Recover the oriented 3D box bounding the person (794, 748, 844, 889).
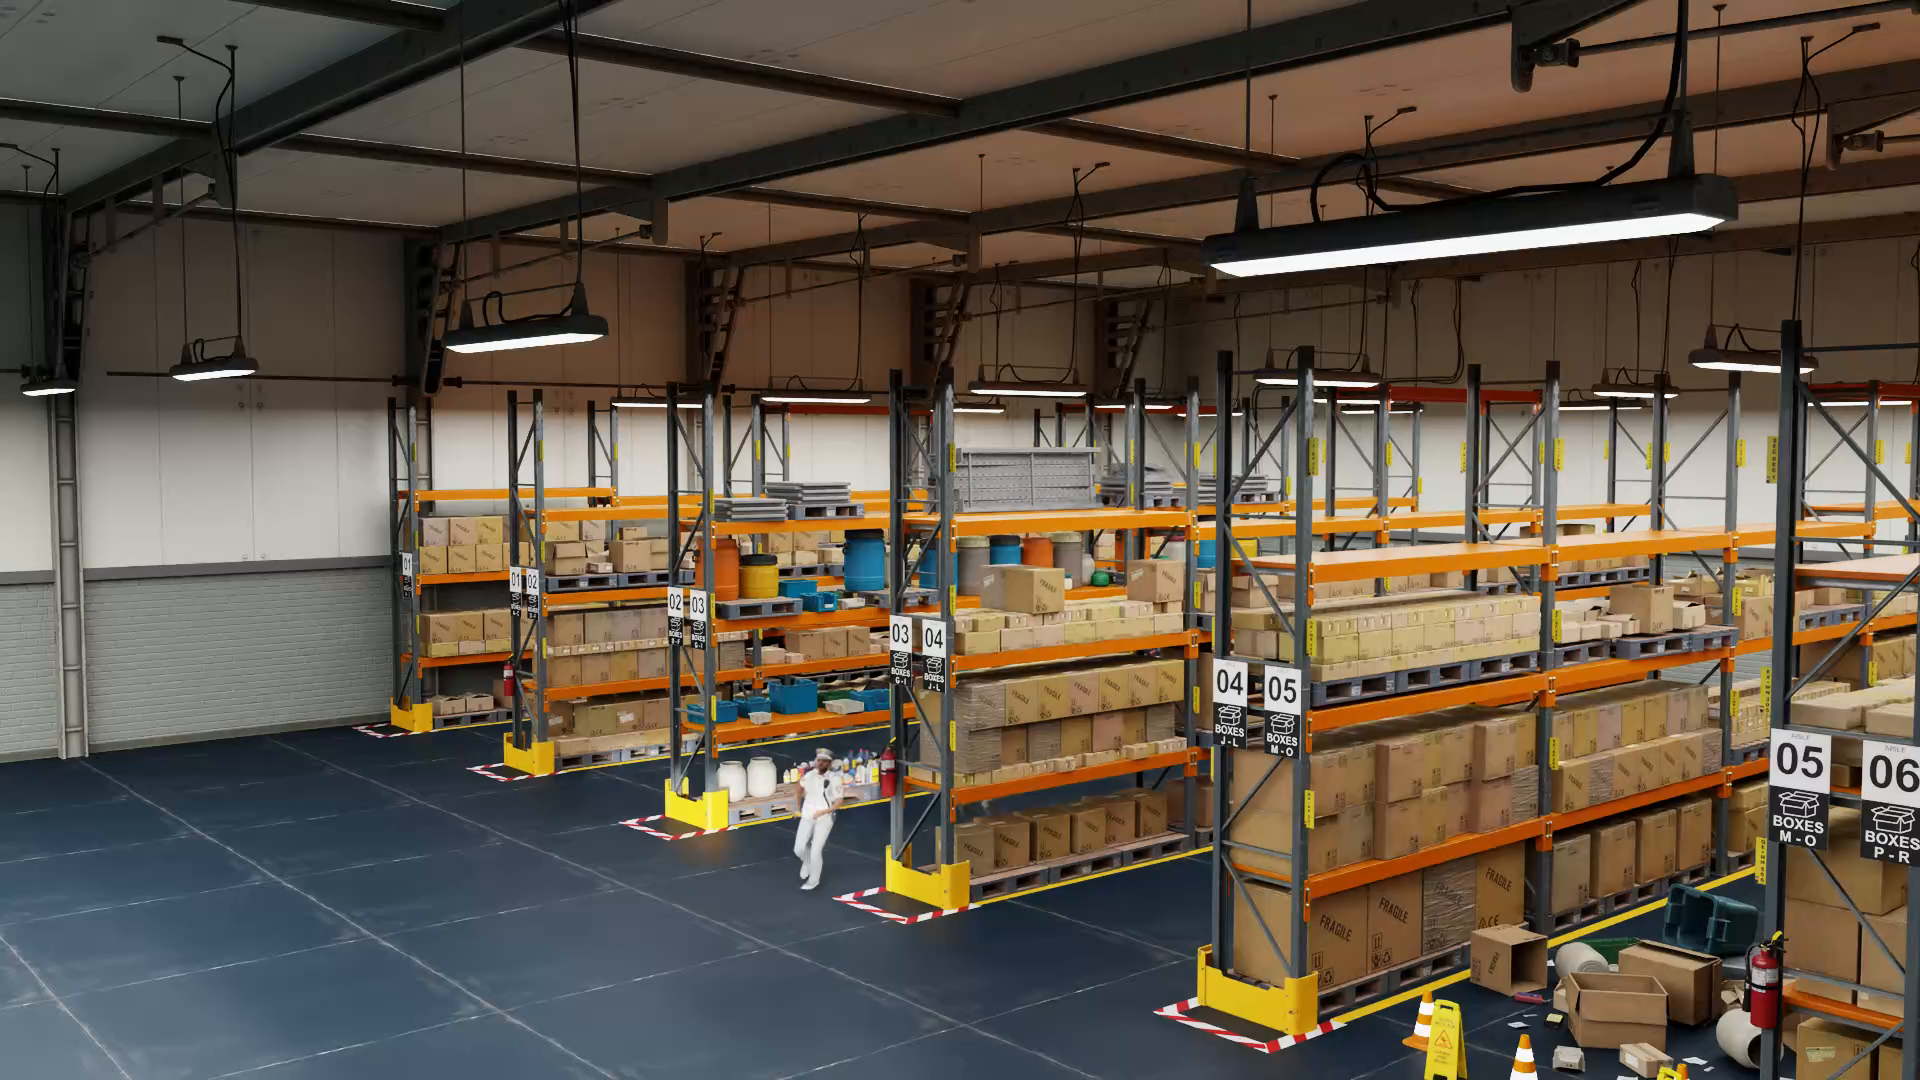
[{"bbox_3d":[-1.653,3.224,19.250,0.620,1.646,0.505,1,3,12],"label":"person"}]

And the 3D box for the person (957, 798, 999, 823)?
[{"bbox_3d":[0.249,3.040,21.355,0.671,1.801,0.728,3,5,42],"label":"person"}]
